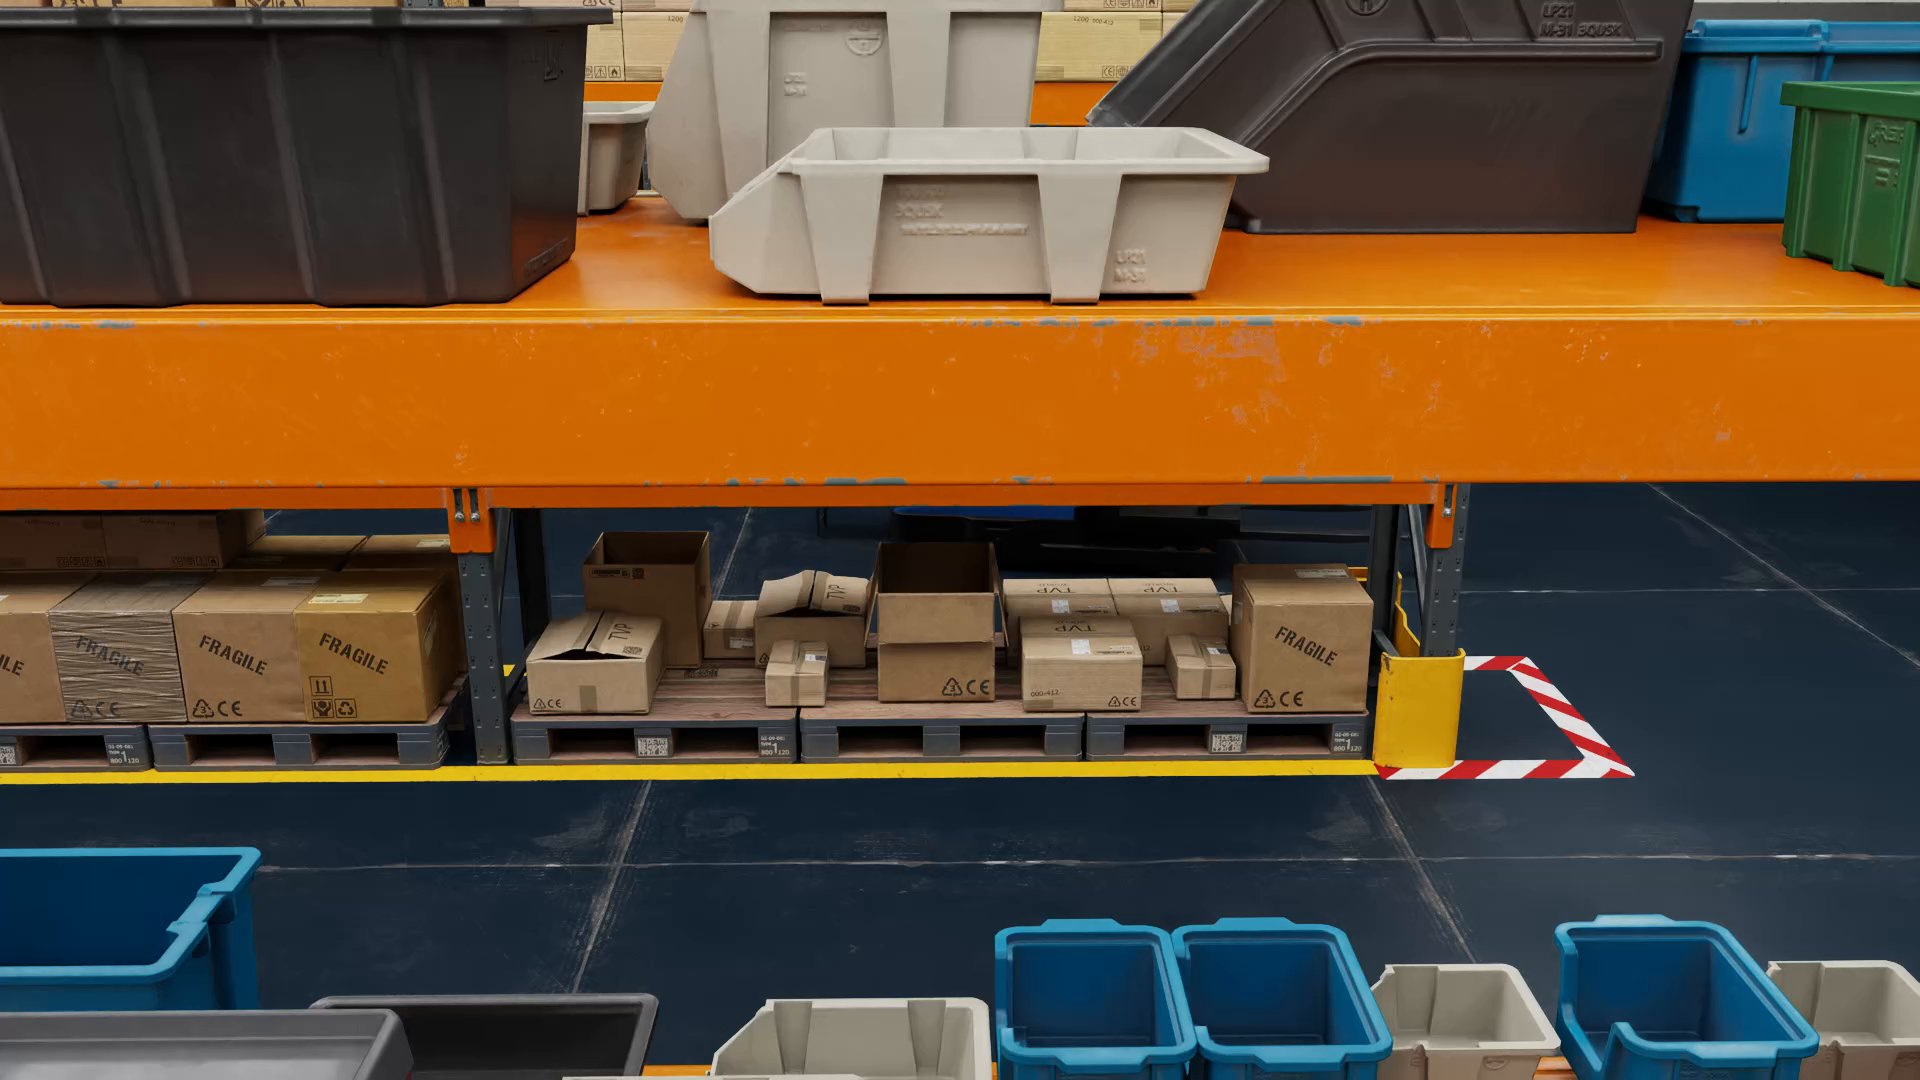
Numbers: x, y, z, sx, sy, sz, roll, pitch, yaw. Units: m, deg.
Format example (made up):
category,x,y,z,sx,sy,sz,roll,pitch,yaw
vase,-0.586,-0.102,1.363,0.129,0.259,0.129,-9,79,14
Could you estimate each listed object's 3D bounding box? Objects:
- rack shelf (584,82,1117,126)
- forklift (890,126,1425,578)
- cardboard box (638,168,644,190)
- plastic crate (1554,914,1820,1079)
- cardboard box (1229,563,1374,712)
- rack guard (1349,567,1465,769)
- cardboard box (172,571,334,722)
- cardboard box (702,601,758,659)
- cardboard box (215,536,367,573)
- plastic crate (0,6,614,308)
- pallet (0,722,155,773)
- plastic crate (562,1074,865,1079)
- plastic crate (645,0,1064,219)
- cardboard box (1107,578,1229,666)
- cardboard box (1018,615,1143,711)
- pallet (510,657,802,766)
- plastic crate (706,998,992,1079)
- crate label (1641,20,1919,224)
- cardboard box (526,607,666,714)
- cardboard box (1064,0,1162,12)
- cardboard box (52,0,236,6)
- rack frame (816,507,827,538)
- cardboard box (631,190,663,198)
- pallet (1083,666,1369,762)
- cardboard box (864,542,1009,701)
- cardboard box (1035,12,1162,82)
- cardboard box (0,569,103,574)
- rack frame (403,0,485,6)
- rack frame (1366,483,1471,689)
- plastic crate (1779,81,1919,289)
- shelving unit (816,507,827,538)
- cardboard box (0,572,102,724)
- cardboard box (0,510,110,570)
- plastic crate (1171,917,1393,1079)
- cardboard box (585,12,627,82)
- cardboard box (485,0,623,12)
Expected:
category,x,y,z,sx,sy,sz,roll,pitch,yaw
rack shelf,0.005,-1.717,6.757,4.000,0.370,1.077,0,18,-1
forklift,1.154,-1.353,9.466,3.031,2.935,1.130,2,18,7
cardboard box,-2.540,-2.408,11.961,0.500,0.500,0.500,-1,18,-3
plastic crate,1.169,0.827,2.736,0.300,0.233,0.416,0,18,-1
cardboard box,1.465,0.417,7.207,0.500,0.500,0.500,0,18,-1
rack guard,1.929,0.549,7.516,0.348,0.500,1.175,0,18,-1
cardboard box,-2.978,0.449,7.110,0.500,0.500,0.500,0,18,-1
cardboard box,-1.055,0.417,7.785,0.250,0.149,0.380,0,18,-1
cardboard box,-3.015,0.293,7.596,0.500,0.500,0.500,0,18,0
plastic crate,-0.673,-0.397,1.679,0.590,0.269,0.497,0,18,-1
pallet,-4.030,0.728,7.432,1.213,0.211,1.003,0,18,-1
plastic crate,-0.390,0.968,2.216,0.530,0.282,0.437,0,18,-1
plastic crate,-0.141,-0.584,2.240,0.530,0.282,0.437,0,18,-1
cardboard box,0.957,0.377,7.743,0.500,0.250,0.500,0,18,-1
cardboard box,0.515,0.532,7.260,0.500,0.250,0.500,0,18,-1
pallet,-1.308,0.703,7.511,1.213,0.211,1.003,0,18,-1
plastic crate,-0.183,0.888,2.703,0.466,0.136,0.293,0,18,-1
crate label,1.152,-0.580,2.278,0.502,0.251,0.408,0,18,-1
cardboard box,-1.571,0.513,7.219,0.500,0.311,0.500,0,18,-1
cardboard box,0.496,-2.152,6.362,0.500,0.250,0.500,0,18,-1
cardboard box,-3.167,-2.355,6.553,0.600,0.600,0.600,0,18,-1
rack frame,-0.848,-0.620,10.016,0.015,1.200,0.240,2,18,7
cardboard box,-1.493,-1.227,7.161,0.500,0.500,0.500,0,18,-1
pallet,1.132,0.691,7.547,1.213,0.211,1.003,0,18,-1
cardboard box,-0.116,0.347,7.423,0.637,0.503,0.797,0,18,-1
cardboard box,0.496,-1.910,6.424,0.500,0.250,0.500,0,18,-1
cardboard box,-4.020,0.295,7.589,0.500,0.500,0.500,-1,18,-3
rack frame,-1.994,-3.478,6.159,0.127,3.000,1.000,0,18,-1
rack frame,2.005,-0.641,7.136,0.127,3.000,1.000,0,18,-1
plastic crate,1.098,-0.364,1.707,0.336,0.188,0.450,0,18,-1
shelving unit,-0.606,-0.611,9.988,0.503,1.200,0.258,2,18,7
cardboard box,-3.987,0.454,7.093,0.500,0.500,0.500,-1,18,-3
cardboard box,-3.983,-0.063,7.477,0.500,0.250,0.500,-1,18,-2
plastic crate,0.511,0.830,2.726,0.300,0.233,0.416,0,18,-1
cardboard box,-1.504,-1.905,6.412,0.500,0.250,0.500,0,18,-1
cardboard box,-1.504,-2.143,6.334,0.500,0.250,0.500,0,18,-1
